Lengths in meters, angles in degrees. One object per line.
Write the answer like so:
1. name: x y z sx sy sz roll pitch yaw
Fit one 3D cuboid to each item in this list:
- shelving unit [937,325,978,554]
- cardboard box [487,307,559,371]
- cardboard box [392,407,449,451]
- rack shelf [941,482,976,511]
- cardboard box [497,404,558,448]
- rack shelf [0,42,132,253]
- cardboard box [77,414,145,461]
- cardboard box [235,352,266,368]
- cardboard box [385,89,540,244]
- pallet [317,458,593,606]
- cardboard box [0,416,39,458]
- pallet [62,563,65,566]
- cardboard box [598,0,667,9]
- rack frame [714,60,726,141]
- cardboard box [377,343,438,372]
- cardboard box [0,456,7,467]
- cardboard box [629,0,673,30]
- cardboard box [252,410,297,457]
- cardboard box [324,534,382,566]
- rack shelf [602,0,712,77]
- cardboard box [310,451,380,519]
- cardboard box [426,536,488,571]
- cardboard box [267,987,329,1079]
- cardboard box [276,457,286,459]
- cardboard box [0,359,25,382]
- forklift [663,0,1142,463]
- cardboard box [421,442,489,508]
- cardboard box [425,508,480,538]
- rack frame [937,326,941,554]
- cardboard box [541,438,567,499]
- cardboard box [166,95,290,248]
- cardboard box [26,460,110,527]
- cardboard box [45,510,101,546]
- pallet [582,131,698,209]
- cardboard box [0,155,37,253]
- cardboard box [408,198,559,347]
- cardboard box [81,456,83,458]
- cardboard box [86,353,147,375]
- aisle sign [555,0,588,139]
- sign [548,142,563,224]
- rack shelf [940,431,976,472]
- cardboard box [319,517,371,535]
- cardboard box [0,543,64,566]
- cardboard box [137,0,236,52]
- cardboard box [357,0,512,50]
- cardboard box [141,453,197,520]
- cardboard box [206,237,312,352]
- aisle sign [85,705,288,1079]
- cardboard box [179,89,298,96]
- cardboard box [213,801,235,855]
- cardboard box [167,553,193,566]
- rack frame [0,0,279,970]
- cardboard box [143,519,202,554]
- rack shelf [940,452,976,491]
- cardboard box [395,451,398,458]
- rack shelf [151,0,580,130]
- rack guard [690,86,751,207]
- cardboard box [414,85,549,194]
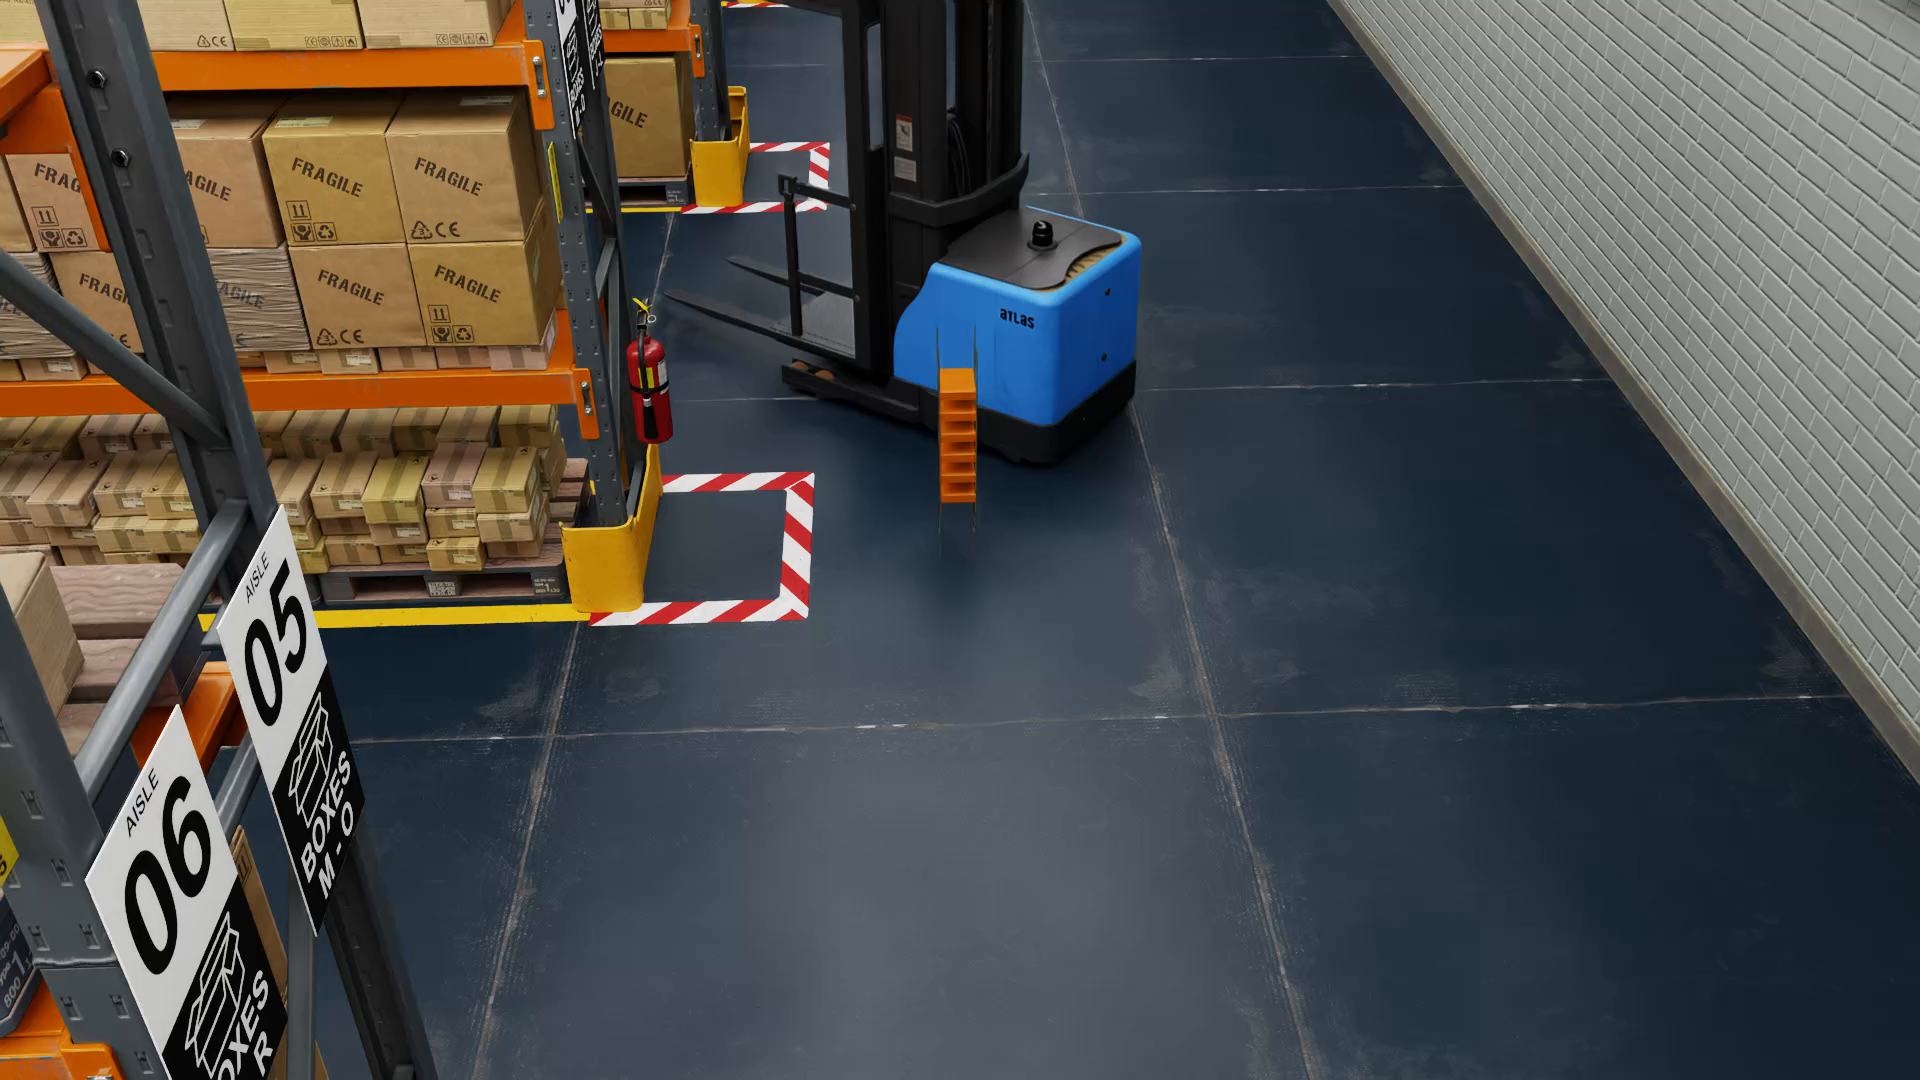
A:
1. shelving unit: -0.014 -0.493 8.408 0.189 1.200 0.258 -2 35 -2
2. cardboard box: -2.016 -0.936 7.688 0.250 0.149 0.380 -1 35 -2
3. cardboard box: -2.771 -0.623 8.628 0.250 0.149 0.380 -2 35 -2
4. rack shelf: -0.014 -0.259 8.570 0.180 0.103 0.258 -2 35 -2
5. cardboard box: -2.244 -0.633 8.642 0.250 0.149 0.380 -3 35 -4
6. rack shelf: -3.367 -0.351 2.333 4.000 0.370 1.077 -2 35 -2
7. cardboard box: -4.326 -0.566 8.546 0.250 0.149 0.380 -3 35 -5
8. cardboard box: -3.307 -0.952 7.710 0.250 0.149 0.380 -3 35 -4
9. cardboard box: -2.149 -1.630 7.241 0.500 0.500 0.500 -2 35 -3
10. pallet: -2.593 -0.059 8.649 1.213 0.211 1.003 -2 35 -2
11. cardboard box: -4.855 -0.544 8.514 0.250 0.149 0.380 -2 35 -3
12. pallet: -5.030 0.007 8.554 1.213 0.211 1.003 -2 35 -2
13. cardboard box: -2.310 -3.928 11.660 0.500 0.250 0.500 -2 35 -3
14. rack frame: -1.838 -4.029 11.936 0.053 2.616 0.949 -2 35 -2
15. cardboard box: -2.516 -0.936 7.687 0.250 0.149 0.380 -2 35 -3
16. cardboard box: -4.817 -0.246 8.083 0.250 0.149 0.380 -2 35 -3
17. cardboard box: -2.178 -3.731 11.726 0.250 0.149 0.380 -1 35 -1
18. cardboard box: -3.557 -0.586 8.575 0.250 0.149 0.380 -1 35 -1
19. cardboard box: -2.986 -0.040 8.308 0.250 0.149 0.380 -1 35 -2
20. rack shelf: -3.836 -3.681 12.066 4.000 0.370 1.077 -2 35 -2
21. cardboard box: -2.989 -0.271 8.120 0.250 0.149 0.380 -3 35 -4
22. cardboard box: -2.472 -0.012 8.268 0.250 0.149 0.380 -1 35 -1
23. cardboard box: -1.862 1.411 3.988 0.500 0.500 0.500 -2 35 -3
24. cardboard box: -3.547 -0.394 8.558 0.250 0.149 0.380 0 35 0
25. cardboard box: -4.356 -0.879 7.606 0.250 0.149 0.380 -1 35 -1
26. forklift: -0.468 -2.279 9.467 3.031 2.935 1.130 21 40 28
27. cardboard box: -2.475 -0.322 8.192 0.250 0.149 0.380 -1 35 -1
28. cardboard box: -2.481 -0.179 8.247 0.250 0.149 0.380 -2 35 -3
29. rack frame: -0.106 -0.491 8.404 0.006 1.200 0.240 -2 35 -2
30. cardboard box: -2.243 -0.377 8.795 0.250 0.149 0.380 -1 35 -1
31. cardboard box: -3.175 -1.597 7.194 0.500 0.500 0.500 0 35 0
32. cardboard box: -4.300 -0.227 8.055 0.250 0.149 0.380 -1 35 -1
33. cardboard box: -4.287 -0.136 8.186 0.250 0.149 0.380 0 35 0
34. pallet: -2.633 -2.818 12.637 1.213 0.211 1.003 -2 35 -2
35. cardboard box: -4.216 -1.568 7.152 0.500 0.500 0.500 -1 35 -1
36. cardboard box: -2.141 -1.214 7.519 0.500 0.500 0.500 -1 35 -1
37. cardboard box: -4.608 -0.396 8.561 0.250 0.149 0.380 -1 35 -2
38. cardboard box: -3.822 -0.916 7.659 0.250 0.149 0.380 0 35 0
39. aisle sign: -1.617 -2.109 6.878 0.004 0.787 0.394 -2 35 -2
40. sign: -1.698 -1.499 6.985 0.005 0.325 0.100 -2 35 -2
41. rack shelf: -0.014 -0.456 8.433 0.180 0.103 0.258 -2 35 -2
42. cardboard box: -3.010 -0.192 8.266 0.250 0.149 0.380 -2 35 -3
43. cardboard box: -4.558 -0.007 8.261 0.250 0.149 0.380 -2 35 -3
44. cardboard box: -3.151 -2.194 6.781 0.500 0.250 0.500 0 35 0
45. cardboard box: -2.146 -2.218 6.815 0.500 0.250 0.500 -2 35 -3
46. cardboard box: -3.784 -0.265 8.111 0.250 0.149 0.380 -1 35 -2
47. cardboard box: -3.161 -1.184 7.476 0.500 0.500 0.500 -1 35 -2
48. aisle sign: -1.282 0.707 2.808 0.004 0.787 0.394 -2 35 -2
49. cardboard box: -3.190 -1.904 7.637 0.500 0.500 0.500 -2 35 -3
50. cardboard box: -1.737 0.735 3.515 0.250 0.149 0.380 -1 35 -1
51. cardboard box: -3.768 -0.037 8.304 0.250 0.149 0.380 -1 35 -1
52. rack frame: -1.369 -0.865 2.092 0.127 3.000 1.000 -2 35 -2
53. cardboard box: -3.784 -0.099 8.133 0.250 0.149 0.380 -1 35 -2
54. rack shelf: -0.014 -0.358 8.502 0.180 0.103 0.258 -2 35 -2
55. cardboard box: -3.018 -0.486 8.691 0.250 0.149 0.380 -1 35 -1
56. rack shelf: -3.702 -2.093 7.134 4.000 0.370 1.077 -2 35 -2
57. rack guard: -1.814 -3.004 12.651 0.348 0.500 1.175 -2 35 -2
58. cardboard box: -2.165 -1.922 7.664 0.500 0.500 0.500 -2 35 -3
